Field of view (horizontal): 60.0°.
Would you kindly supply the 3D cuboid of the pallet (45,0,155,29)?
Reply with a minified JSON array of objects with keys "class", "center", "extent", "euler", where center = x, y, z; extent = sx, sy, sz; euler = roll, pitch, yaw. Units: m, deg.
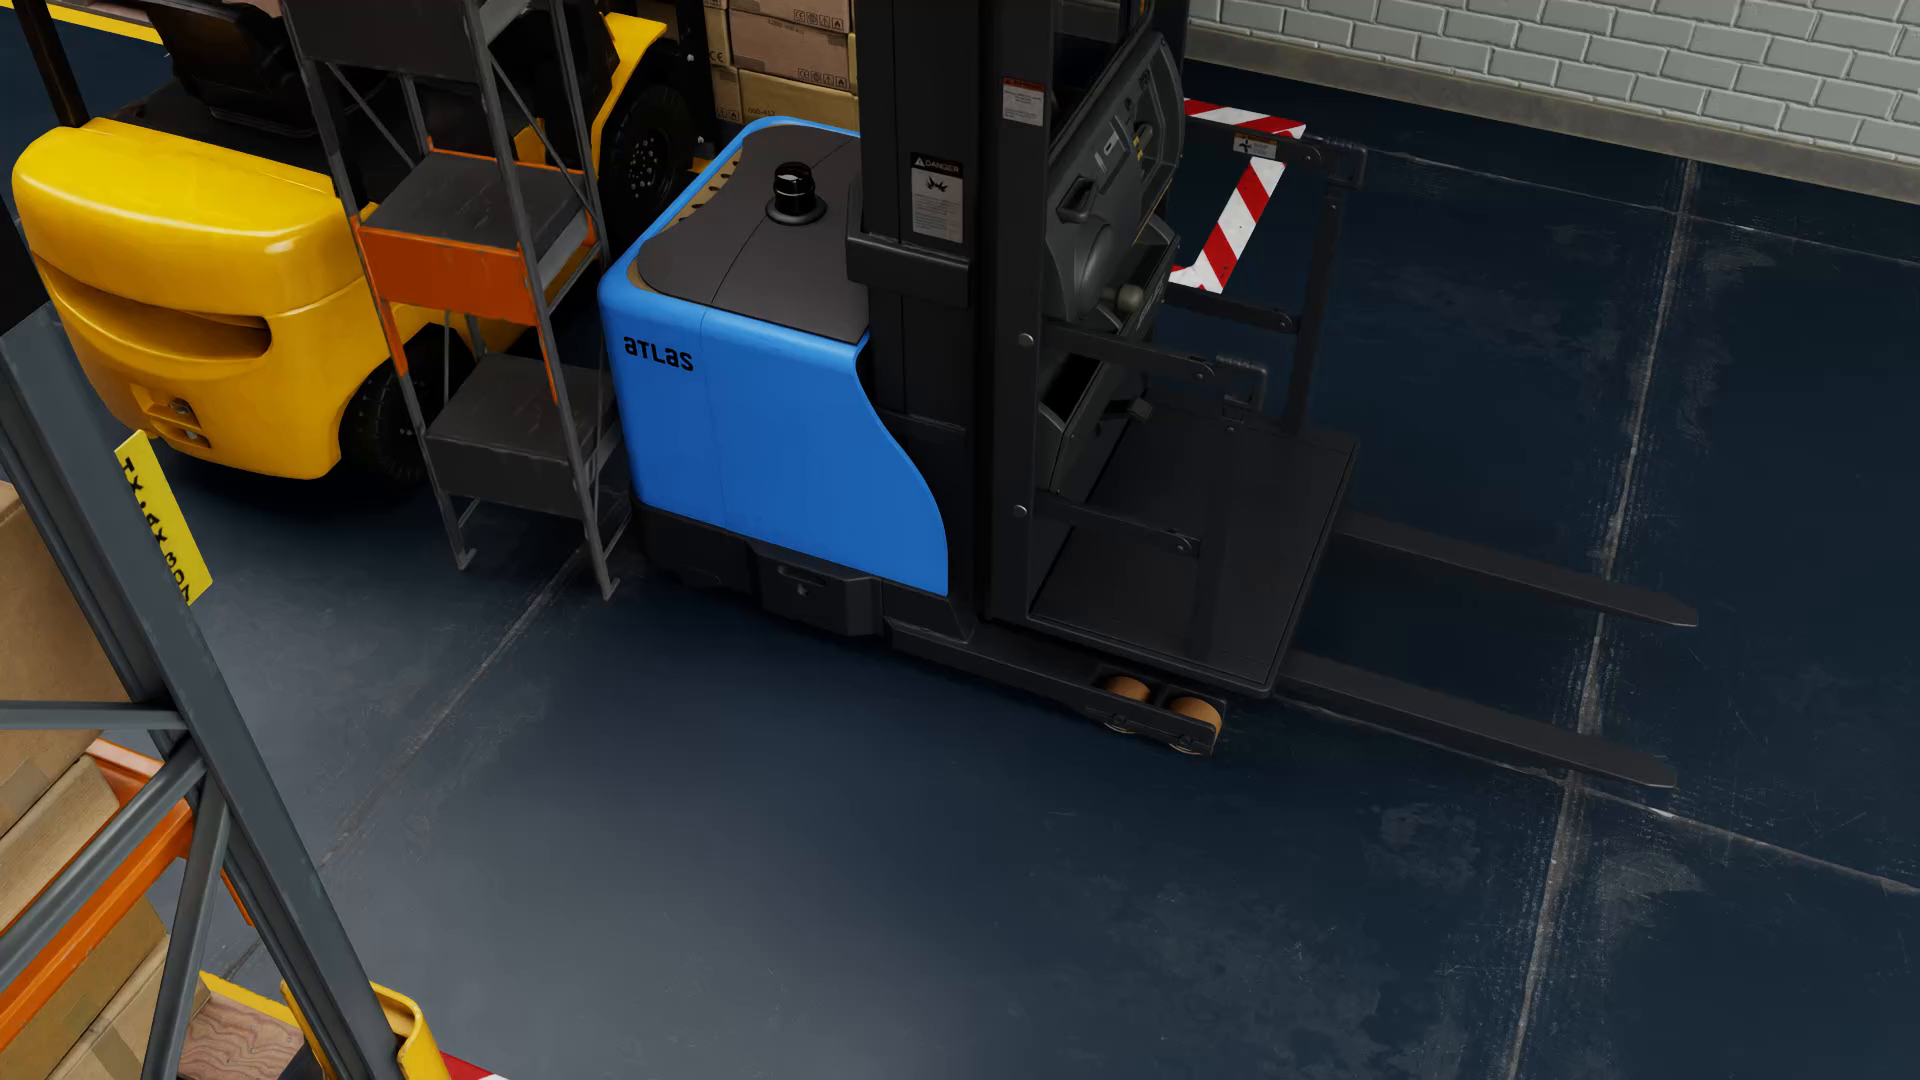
[{"class":"pallet","center":[-3.909,-2.860,7.975],"extent":[1.213,0.211,1.003],"euler":[16,47,16]}]

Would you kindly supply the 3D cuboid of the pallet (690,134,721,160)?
[{"class":"pallet","center":[-1.367,-2.112,7.223],"extent":[1.213,0.211,1.003],"euler":[16,47,16]}]

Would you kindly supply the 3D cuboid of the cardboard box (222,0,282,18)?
[{"class":"cardboard box","center":[-2.895,-2.501,7.289],"extent":[0.500,0.250,0.500],"euler":[17,47,16]}]

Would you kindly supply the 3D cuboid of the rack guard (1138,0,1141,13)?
[{"class":"rack guard","center":[0.499,-1.695,6.599],"extent":[0.348,0.500,1.175],"euler":[16,47,16]}]

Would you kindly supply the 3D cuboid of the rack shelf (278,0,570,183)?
[{"class":"rack shelf","center":[-1.276,-1.230,4.020],"extent":[0.480,0.518,0.431],"euler":[11,46,12]}]

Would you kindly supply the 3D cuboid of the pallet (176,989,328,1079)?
[{"class":"pallet","center":[-2.237,1.369,3.725],"extent":[1.213,0.211,1.003],"euler":[16,47,16]}]

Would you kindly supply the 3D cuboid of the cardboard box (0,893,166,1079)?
[{"class":"cardboard box","center":[-2.091,0.799,3.440],"extent":[0.500,0.500,0.500],"euler":[15,47,15]}]

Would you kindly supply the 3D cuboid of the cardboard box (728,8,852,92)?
[{"class":"cardboard box","center":[-0.551,-2.011,6.442],"extent":[0.500,0.250,0.500],"euler":[16,47,15]}]

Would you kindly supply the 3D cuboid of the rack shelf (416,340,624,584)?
[{"class":"rack shelf","center":[-1.261,-0.235,5.005],"extent":[0.480,0.518,0.431],"euler":[11,46,12]}]

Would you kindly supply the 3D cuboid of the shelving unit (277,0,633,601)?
[{"class":"shelving unit","center":[-1.269,-0.742,4.503],"extent":[0.503,2.100,0.431],"euler":[11,46,12]}]

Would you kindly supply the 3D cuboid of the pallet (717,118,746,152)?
[{"class":"pallet","center":[-0.245,-1.780,6.889],"extent":[1.213,0.211,1.003],"euler":[16,47,16]}]

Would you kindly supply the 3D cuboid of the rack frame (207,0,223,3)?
[{"class":"rack frame","center":[-3.214,-3.674,6.816],"extent":[0.127,3.000,1.000],"euler":[16,47,16]}]

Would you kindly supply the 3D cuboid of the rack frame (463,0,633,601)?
[{"class":"rack frame","center":[-1.034,-0.697,4.454],"extent":[0.015,2.100,0.400],"euler":[11,46,12]}]

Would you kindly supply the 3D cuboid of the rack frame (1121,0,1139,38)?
[{"class":"rack frame","center":[0.477,-2.588,5.724],"extent":[0.127,3.000,1.000],"euler":[16,47,16]}]

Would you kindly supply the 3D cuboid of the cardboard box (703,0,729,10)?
[{"class":"cardboard box","center":[-1.011,-2.304,6.382],"extent":[0.500,0.250,0.500],"euler":[17,47,16]}]

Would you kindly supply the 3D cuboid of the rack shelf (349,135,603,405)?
[{"class":"rack shelf","center":[-1.269,-0.733,4.513],"extent":[0.480,0.518,0.431],"euler":[11,46,12]}]

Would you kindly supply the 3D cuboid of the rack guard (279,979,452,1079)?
[{"class":"rack guard","center":[-1.500,1.510,3.378],"extent":[0.348,0.500,1.175],"euler":[16,47,16]}]

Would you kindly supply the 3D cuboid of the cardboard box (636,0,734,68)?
[{"class":"cardboard box","center":[-1.036,-2.138,6.569],"extent":[0.500,0.250,0.500],"euler":[15,47,15]}]

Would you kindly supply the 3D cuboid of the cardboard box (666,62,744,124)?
[{"class":"cardboard box","center":[-0.992,-1.967,6.752],"extent":[0.500,0.250,0.500],"euler":[17,47,16]}]

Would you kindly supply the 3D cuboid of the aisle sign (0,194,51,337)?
[{"class":"aisle sign","center":[-1.254,-0.462,1.745],"extent":[0.004,0.787,0.394],"euler":[16,47,16]}]

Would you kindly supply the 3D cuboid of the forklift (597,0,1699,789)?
[{"class":"forklift","center":[0.576,-0.869,4.046],"extent":[3.031,2.935,1.130],"euler":[16,47,16]}]

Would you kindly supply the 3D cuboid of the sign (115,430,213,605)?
[{"class":"sign","center":[-1.222,-0.016,2.525],"extent":[0.005,0.325,0.100],"euler":[16,47,16]}]

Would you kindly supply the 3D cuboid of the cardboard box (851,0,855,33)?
[{"class":"cardboard box","center":[-0.068,-2.038,6.115],"extent":[0.500,0.250,0.500],"euler":[18,48,17]}]

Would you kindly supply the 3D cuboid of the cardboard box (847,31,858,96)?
[{"class":"cardboard box","center":[-0.092,-1.868,6.298],"extent":[0.500,0.250,0.500],"euler":[16,47,15]}]

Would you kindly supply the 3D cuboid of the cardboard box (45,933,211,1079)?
[{"class":"cardboard box","center":[-2.068,1.071,3.699],"extent":[0.500,0.250,0.500],"euler":[16,47,16]}]

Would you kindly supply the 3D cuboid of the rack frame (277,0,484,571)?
[{"class":"rack frame","center":[-1.503,-0.787,4.552],"extent":[0.015,2.100,0.400],"euler":[11,46,12]}]

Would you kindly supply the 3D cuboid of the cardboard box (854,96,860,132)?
[{"class":"cardboard box","center":[-0.078,-1.684,6.467],"extent":[0.500,0.250,0.500],"euler":[17,47,16]}]

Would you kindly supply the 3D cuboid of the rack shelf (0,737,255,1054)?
[{"class":"rack shelf","center":[-3.276,0.356,3.275],"extent":[4.000,0.370,1.077],"euler":[16,47,16]}]

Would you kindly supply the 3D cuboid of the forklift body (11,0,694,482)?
[{"class":"forklift body","center":[-1.975,-1.614,5.348],"extent":[1.214,2.155,2.313],"euler":[16,47,16]}]

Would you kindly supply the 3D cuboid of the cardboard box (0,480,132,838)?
[{"class":"cardboard box","center":[-1.761,0.194,2.646],"extent":[0.500,0.500,0.500],"euler":[16,47,15]}]

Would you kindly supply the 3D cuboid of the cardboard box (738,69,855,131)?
[{"class":"cardboard box","center":[-0.533,-1.825,6.609],"extent":[0.500,0.250,0.500],"euler":[16,47,16]}]

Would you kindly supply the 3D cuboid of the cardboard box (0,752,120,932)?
[{"class":"cardboard box","center":[-1.664,0.506,2.793],"extent":[0.250,0.149,0.380],"euler":[17,47,16]}]

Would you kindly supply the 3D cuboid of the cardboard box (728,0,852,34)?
[{"class":"cardboard box","center":[-0.541,-2.173,6.250],"extent":[0.500,0.250,0.500],"euler":[17,47,17]}]
